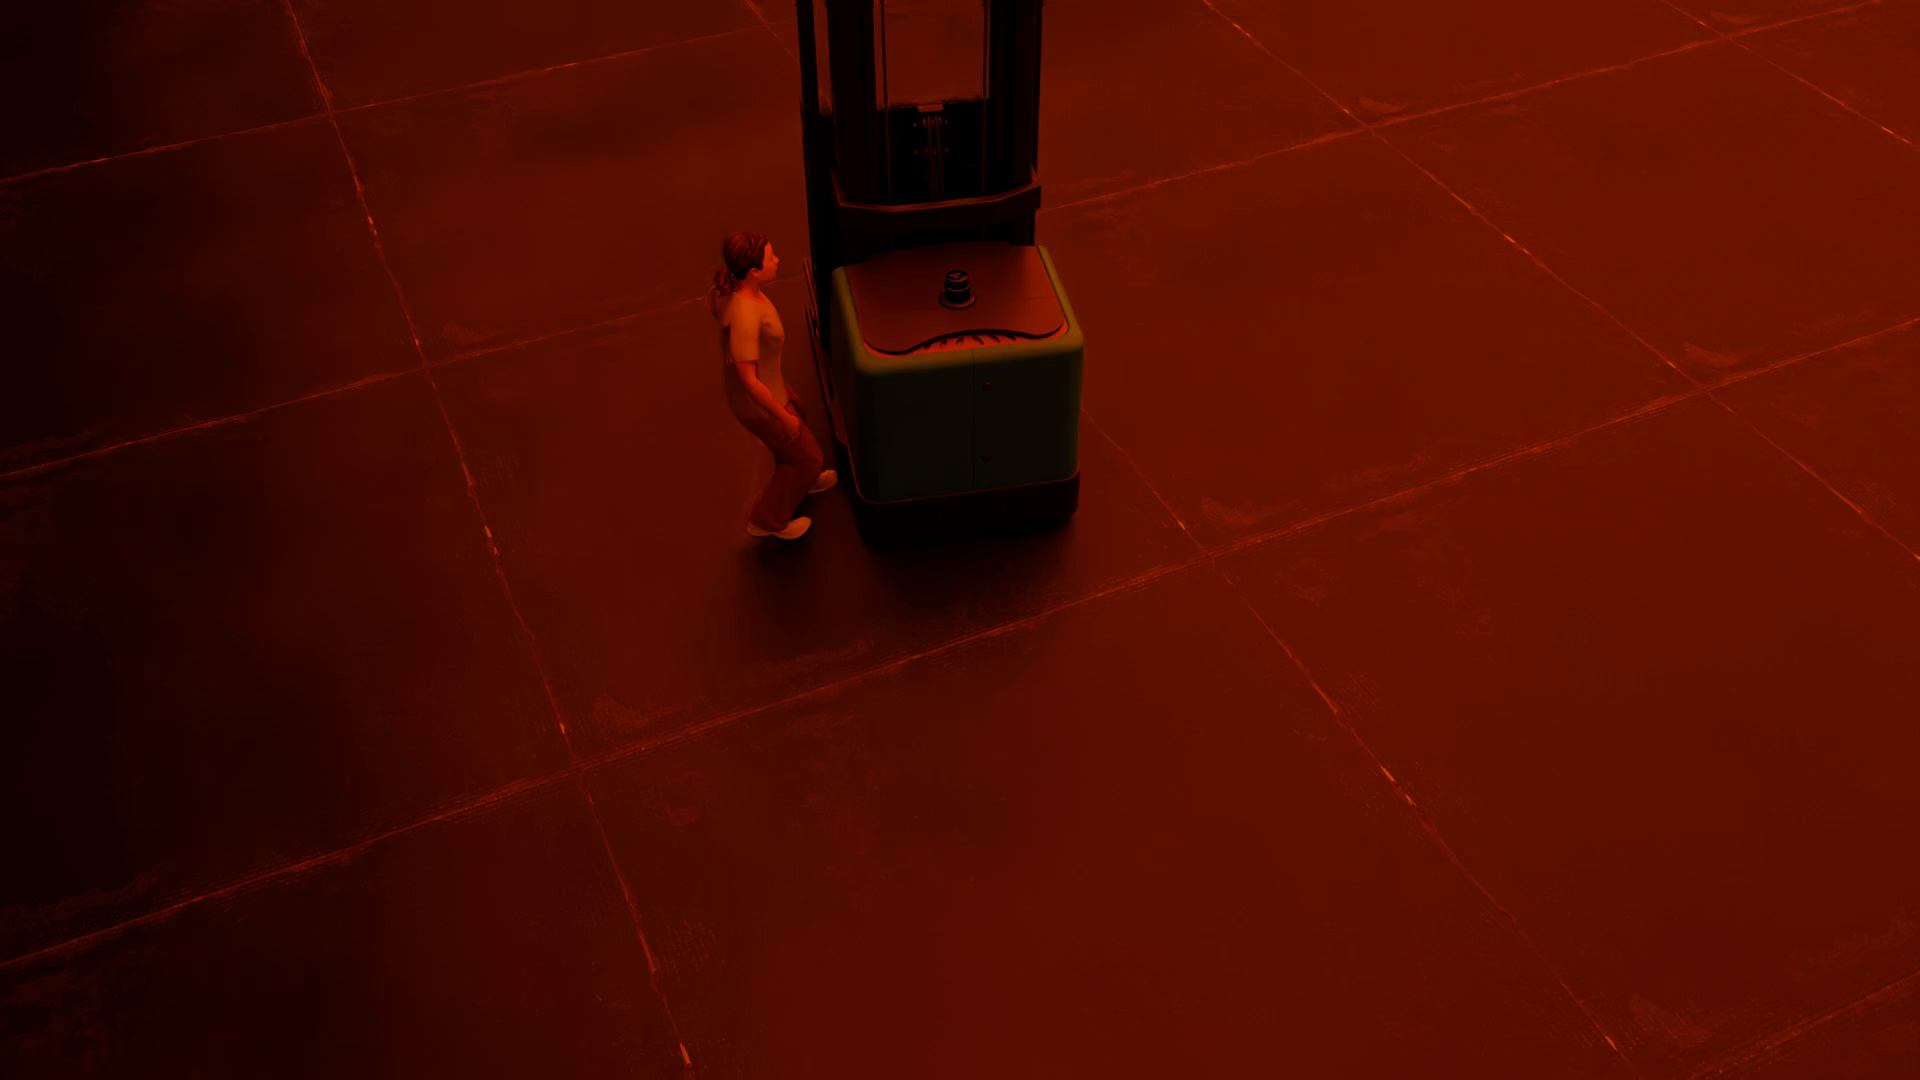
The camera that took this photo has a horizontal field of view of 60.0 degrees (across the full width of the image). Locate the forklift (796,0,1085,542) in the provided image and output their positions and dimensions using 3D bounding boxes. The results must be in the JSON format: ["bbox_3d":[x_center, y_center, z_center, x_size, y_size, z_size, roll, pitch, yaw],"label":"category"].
[{"bbox_3d":[-0.223,-2.077,7.906,1.130,2.935,3.031,-7,44,-8],"label":"forklift"}]

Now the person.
[{"bbox_3d":[-0.787,-0.674,7.383,0.539,1.626,0.799,-11,44,-12],"label":"person"}]
